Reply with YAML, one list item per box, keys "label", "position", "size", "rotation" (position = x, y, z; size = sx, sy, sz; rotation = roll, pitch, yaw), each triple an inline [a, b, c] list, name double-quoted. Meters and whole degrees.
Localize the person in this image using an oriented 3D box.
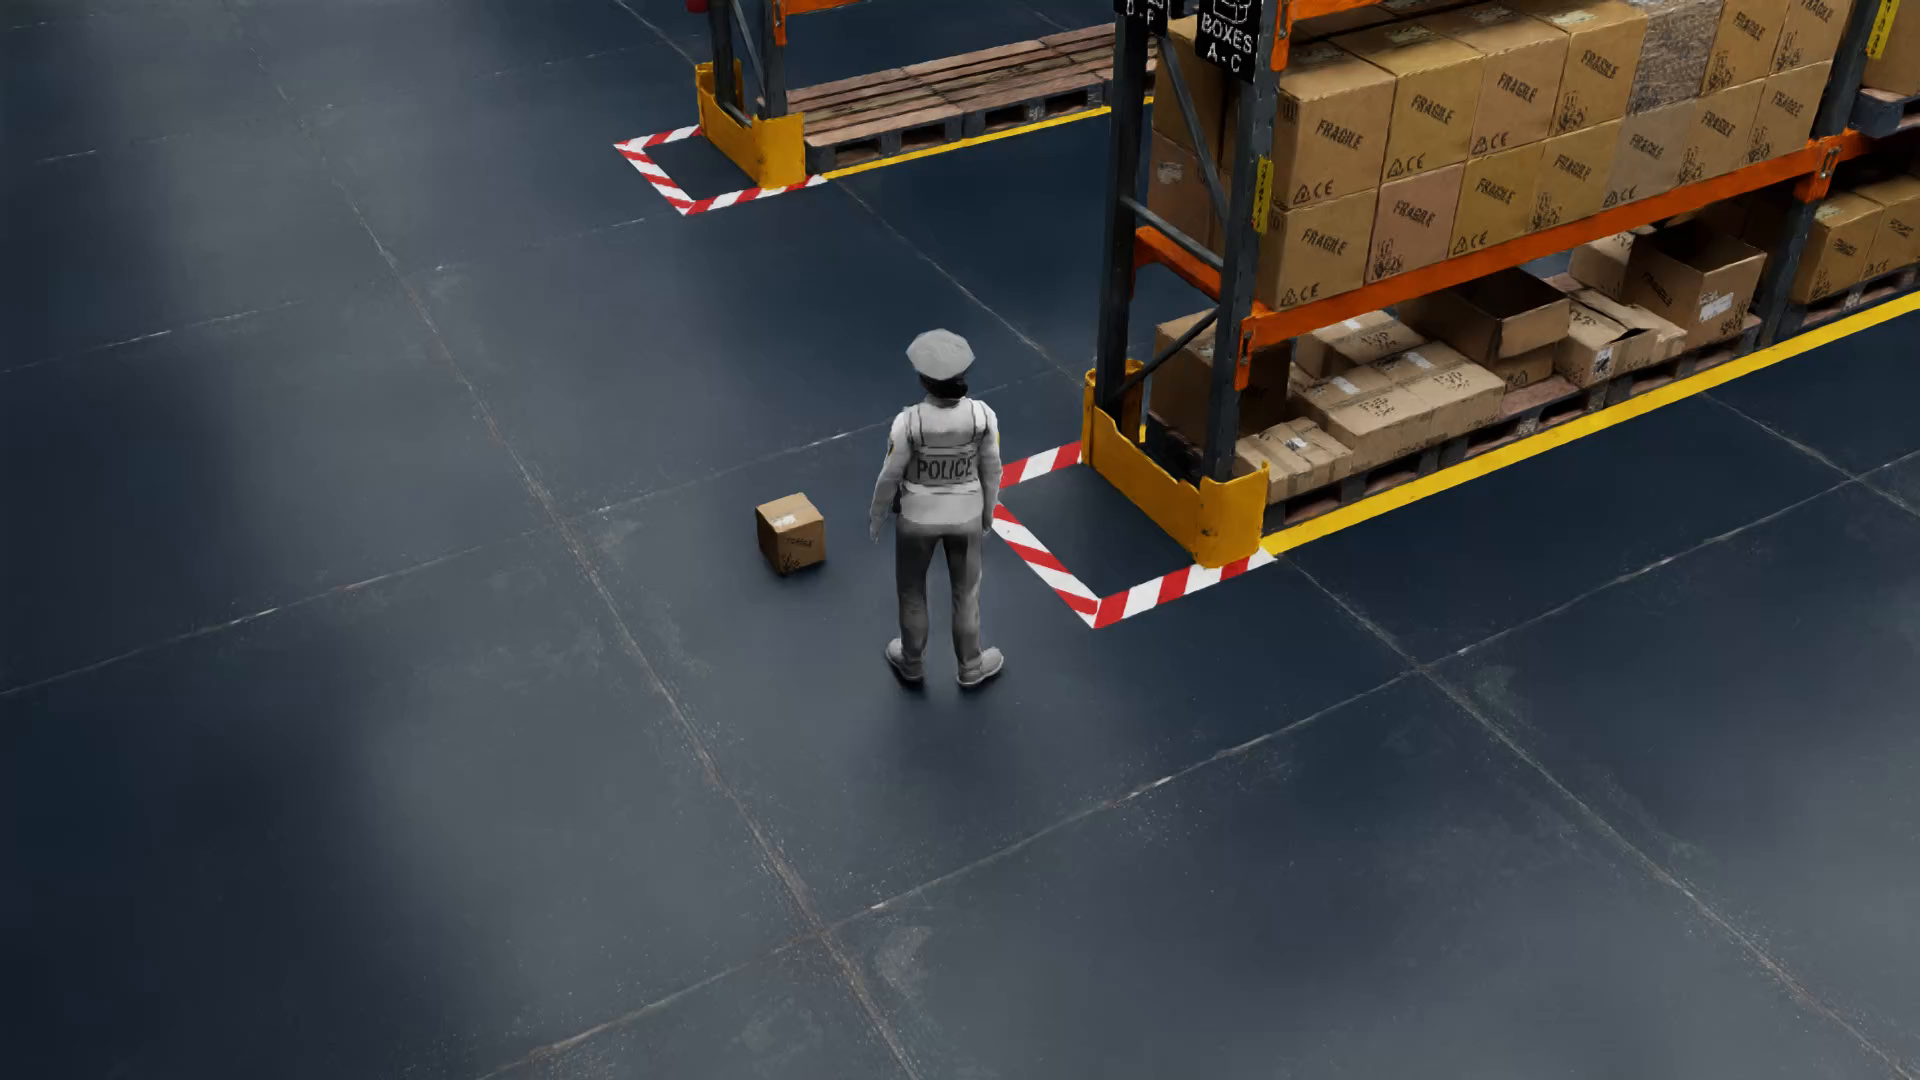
- label: "person"
  position: [-0.092, -0.100, 6.954]
  size: [0.577, 1.683, 0.355]
  rotation: [-5, 37, -7]
